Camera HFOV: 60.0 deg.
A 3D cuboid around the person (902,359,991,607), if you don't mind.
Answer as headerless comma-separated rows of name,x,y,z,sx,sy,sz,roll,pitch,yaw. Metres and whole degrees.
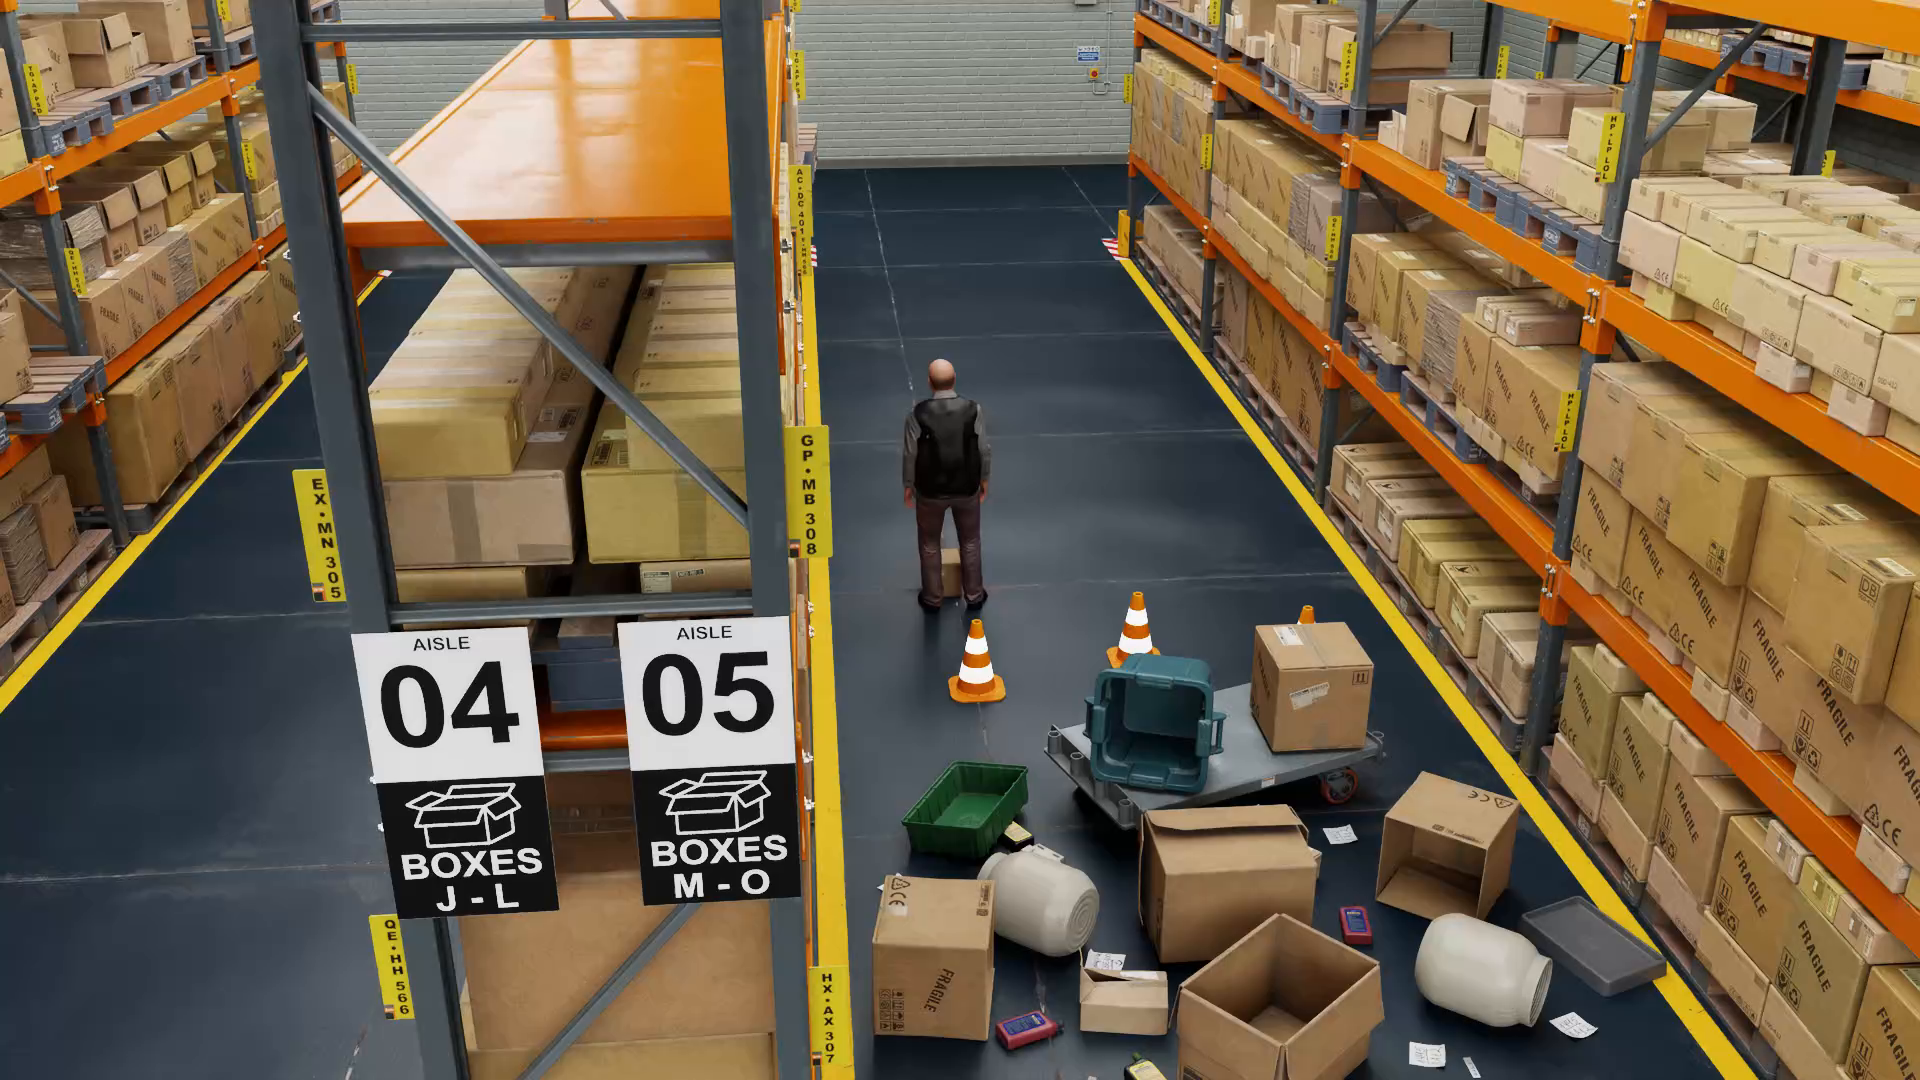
person,-0.087,-0.311,10.900,0.583,1.562,0.412,-4,24,-8
